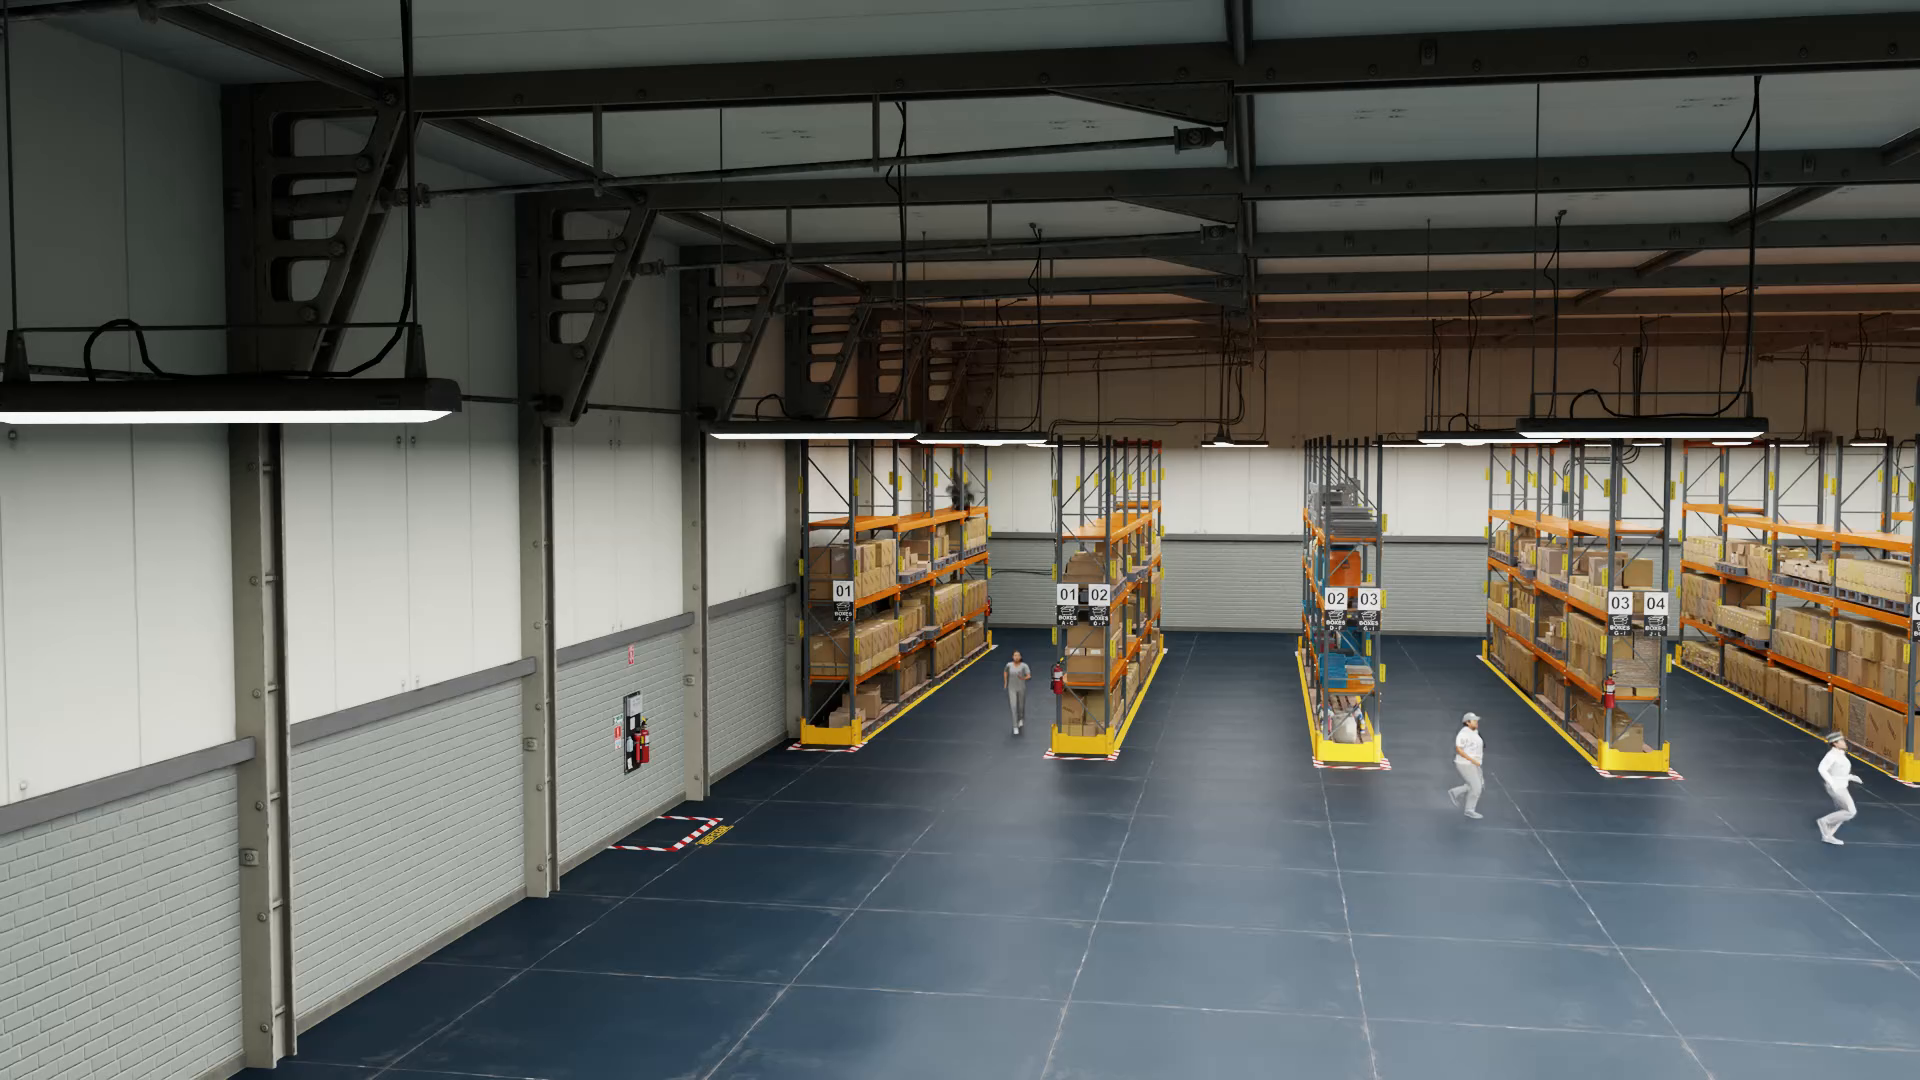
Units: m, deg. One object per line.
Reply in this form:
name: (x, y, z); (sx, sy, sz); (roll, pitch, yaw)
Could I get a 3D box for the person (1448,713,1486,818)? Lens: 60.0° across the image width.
person: (7.913, 3.506, 26.036); (0.596, 1.628, 0.632); (2, 4, 38)

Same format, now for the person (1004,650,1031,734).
person: (1.158, 3.040, 33.683); (0.564, 1.653, 0.951); (0, 3, 5)

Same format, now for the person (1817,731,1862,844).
person: (12.758, 3.590, 24.108); (0.540, 1.656, 0.608); (2, 4, 37)

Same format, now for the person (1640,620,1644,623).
person: (18.108, 2.385, 45.127); (0.944, 1.776, 0.725); (-2, 4, -31)
